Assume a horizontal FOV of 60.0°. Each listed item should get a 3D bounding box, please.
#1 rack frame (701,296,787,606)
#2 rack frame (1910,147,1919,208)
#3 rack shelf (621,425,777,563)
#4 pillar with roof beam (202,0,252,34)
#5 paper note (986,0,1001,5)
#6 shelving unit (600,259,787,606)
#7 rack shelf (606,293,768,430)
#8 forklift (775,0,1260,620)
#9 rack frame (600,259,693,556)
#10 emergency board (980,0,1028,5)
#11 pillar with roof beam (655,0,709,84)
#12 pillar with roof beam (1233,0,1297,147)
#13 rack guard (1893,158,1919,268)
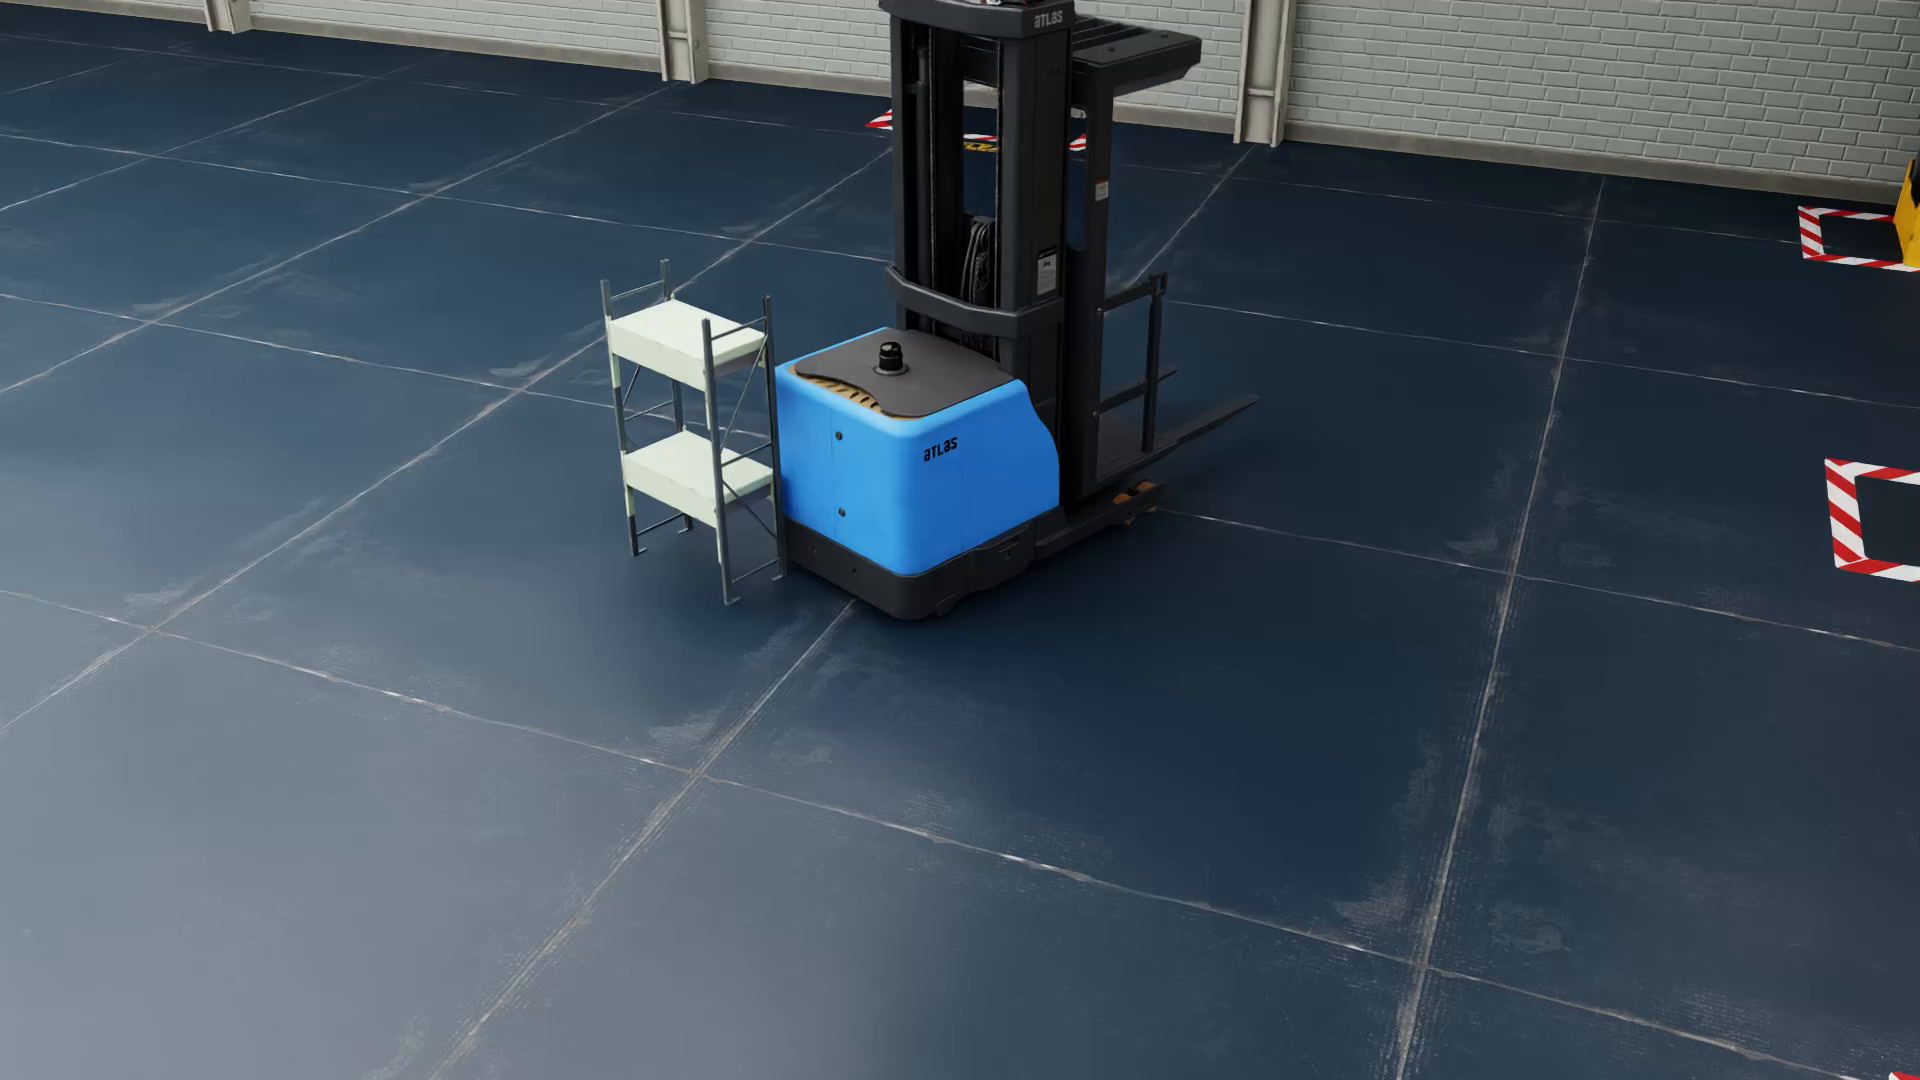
[{"bbox_3d":[-1.018,-0.404,7.940,0.023,1.500,0.400,24,37,36],"label":"rack frame"},{"bbox_3d":[7.318,-3.587,12.048,0.127,3.000,1.000,11,31,19],"label":"rack frame"},{"bbox_3d":[-1.290,-0.240,8.314,0.720,0.370,0.431,24,37,36],"label":"rack shelf"},{"bbox_3d":[-10.006,-7.831,13.459,0.400,9.000,9.100,11,31,19],"label":"pillar with roof beam"},{"bbox_3d":[0.318,-5.117,15.650,0.142,0.148,0.016,11,31,19],"label":"paper note"},{"bbox_3d":[-1.290,-0.524,8.153,0.755,1.500,0.431,24,37,36],"label":"shelving unit"},{"bbox_3d":[-1.290,-0.864,7.961,0.720,0.370,0.431,24,37,36],"label":"rack shelf"},{"bbox_3d":[0.461,-1.517,8.455,3.031,2.935,1.130,-26,39,-38],"label":"forklift"},{"bbox_3d":[-1.562,-0.645,8.366,0.023,1.500,0.400,24,37,36],"label":"rack frame"},{"bbox_3d":[0.457,-5.437,15.320,0.643,1.169,0.194,11,31,19],"label":"emergency board"},{"bbox_3d":[-4.446,-6.721,11.495,0.400,9.000,9.100,11,31,19],"label":"pillar with roof beam"},{"bbox_3d":[1.114,-5.611,9.531,0.400,9.000,9.100,11,31,19],"label":"pillar with roof beam"},{"bbox_3d":[7.388,-2.485,12.638,0.348,0.500,1.175,11,31,19],"label":"rack guard"}]
